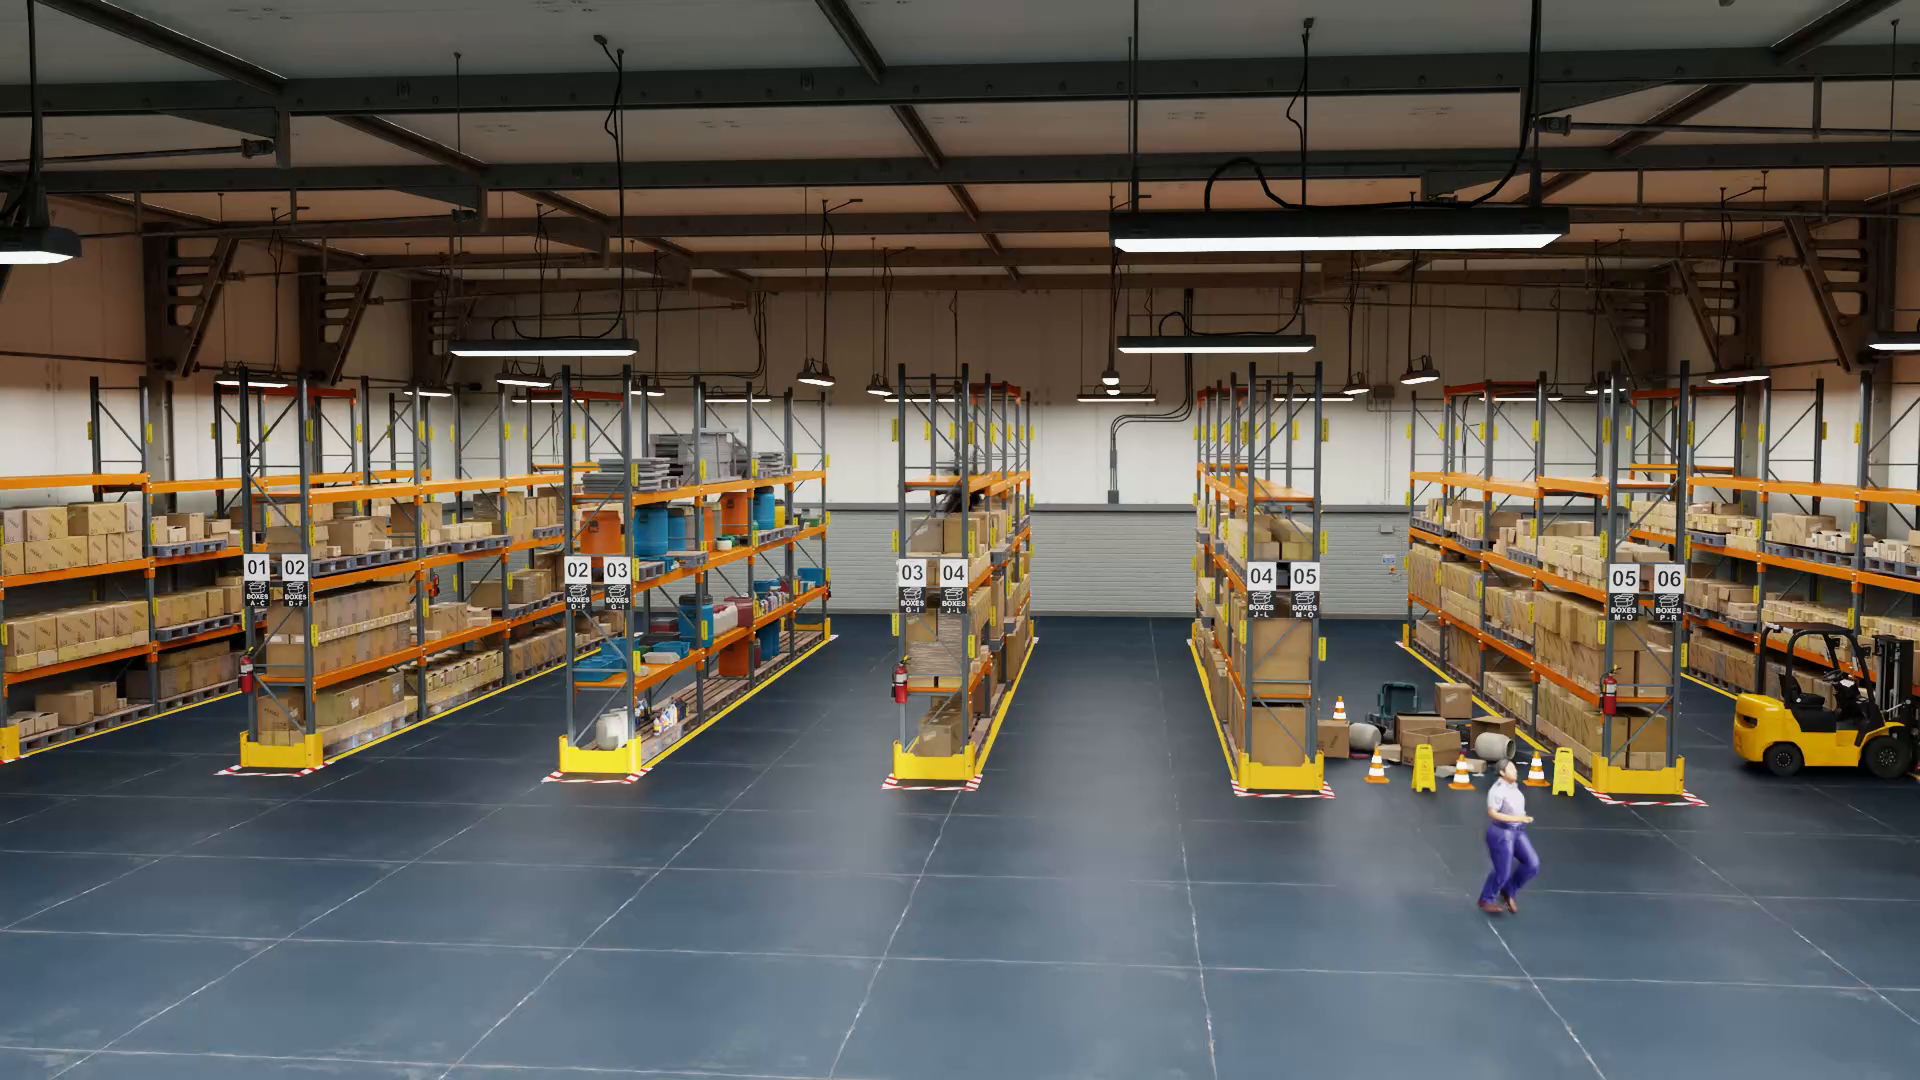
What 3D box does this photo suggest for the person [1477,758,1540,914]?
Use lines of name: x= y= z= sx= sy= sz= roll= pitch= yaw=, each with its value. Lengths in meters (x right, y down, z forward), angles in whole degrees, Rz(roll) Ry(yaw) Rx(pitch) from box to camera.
person: x=5.672 y=3.079 z=17.225 sx=0.604 sy=1.641 sz=0.667 roll=4 pitch=5 yaw=44
